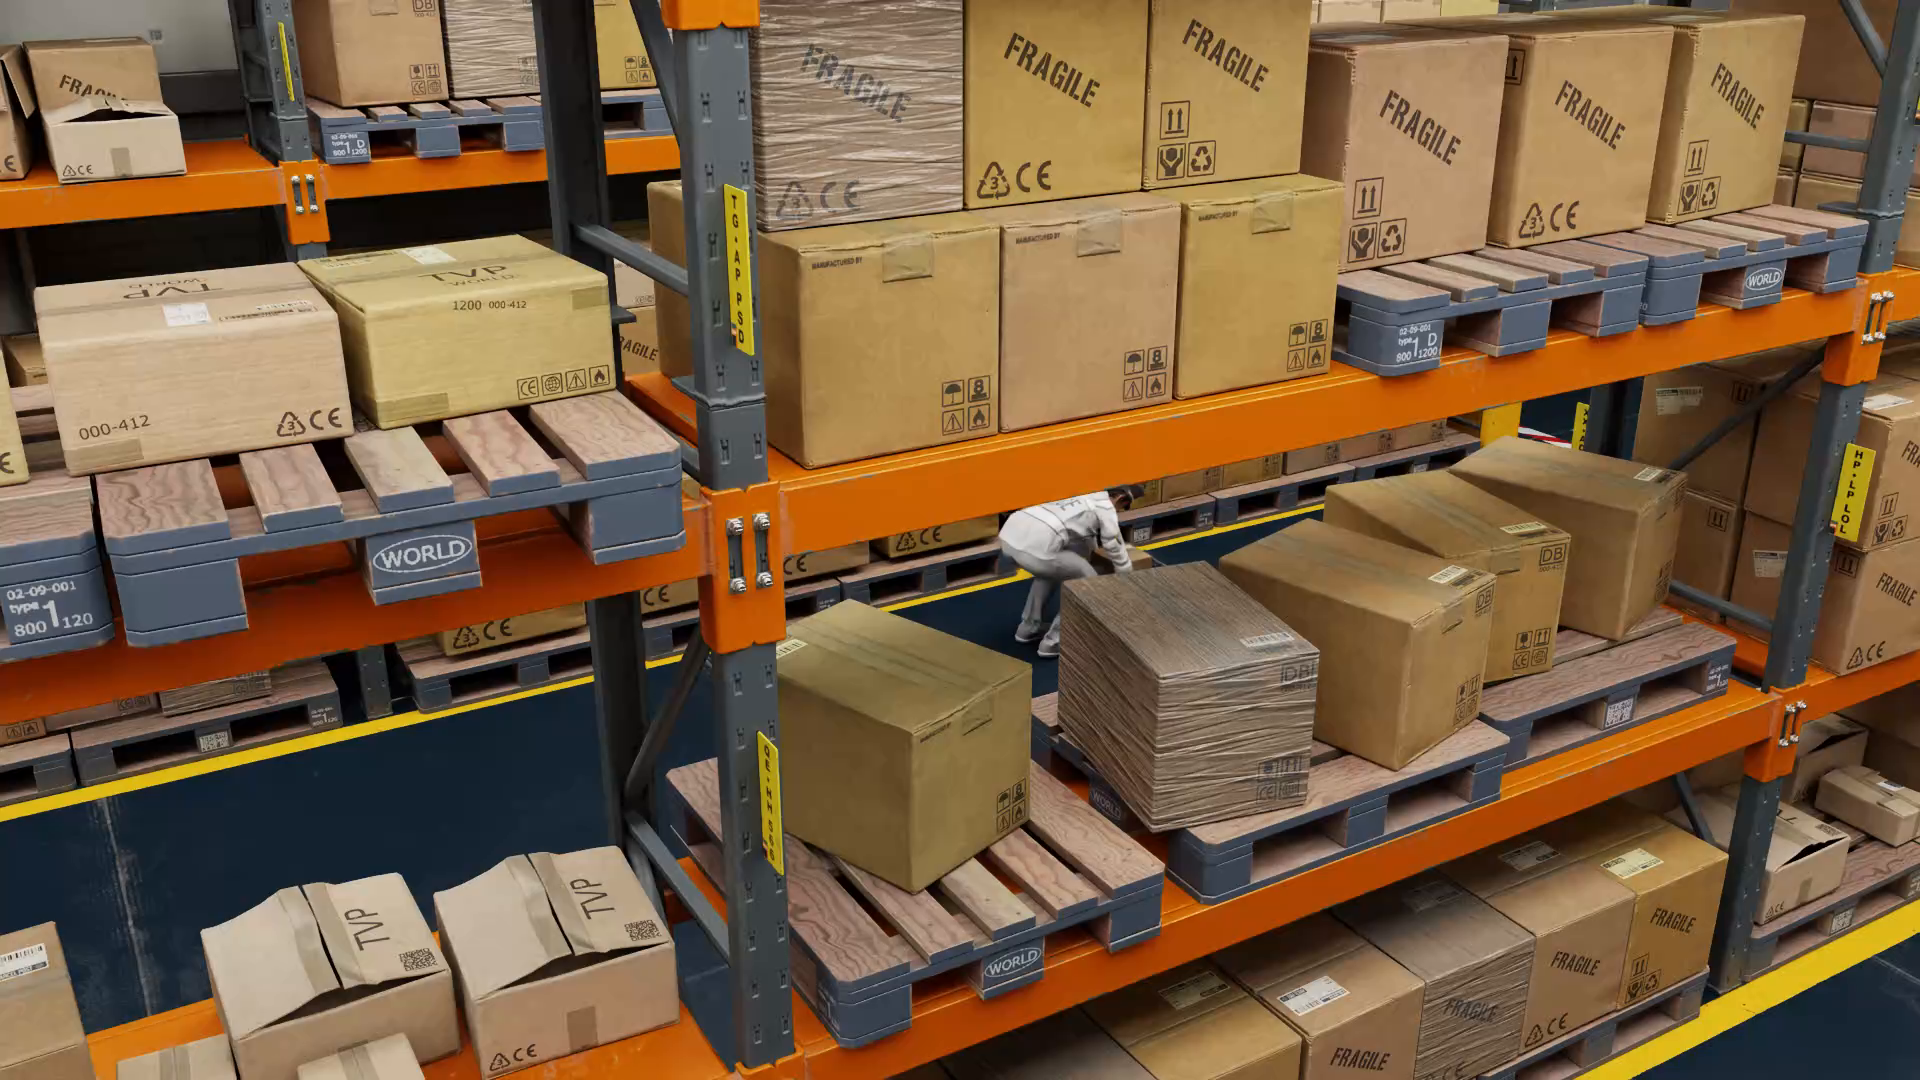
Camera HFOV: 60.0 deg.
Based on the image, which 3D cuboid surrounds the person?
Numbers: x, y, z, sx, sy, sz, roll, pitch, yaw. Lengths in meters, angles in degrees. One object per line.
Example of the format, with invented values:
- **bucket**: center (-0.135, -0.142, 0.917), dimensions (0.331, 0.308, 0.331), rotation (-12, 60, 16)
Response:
- **person**: center (0.637, 0.106, 9.250), dimensions (0.912, 0.978, 0.468), rotation (-14, 26, -31)
